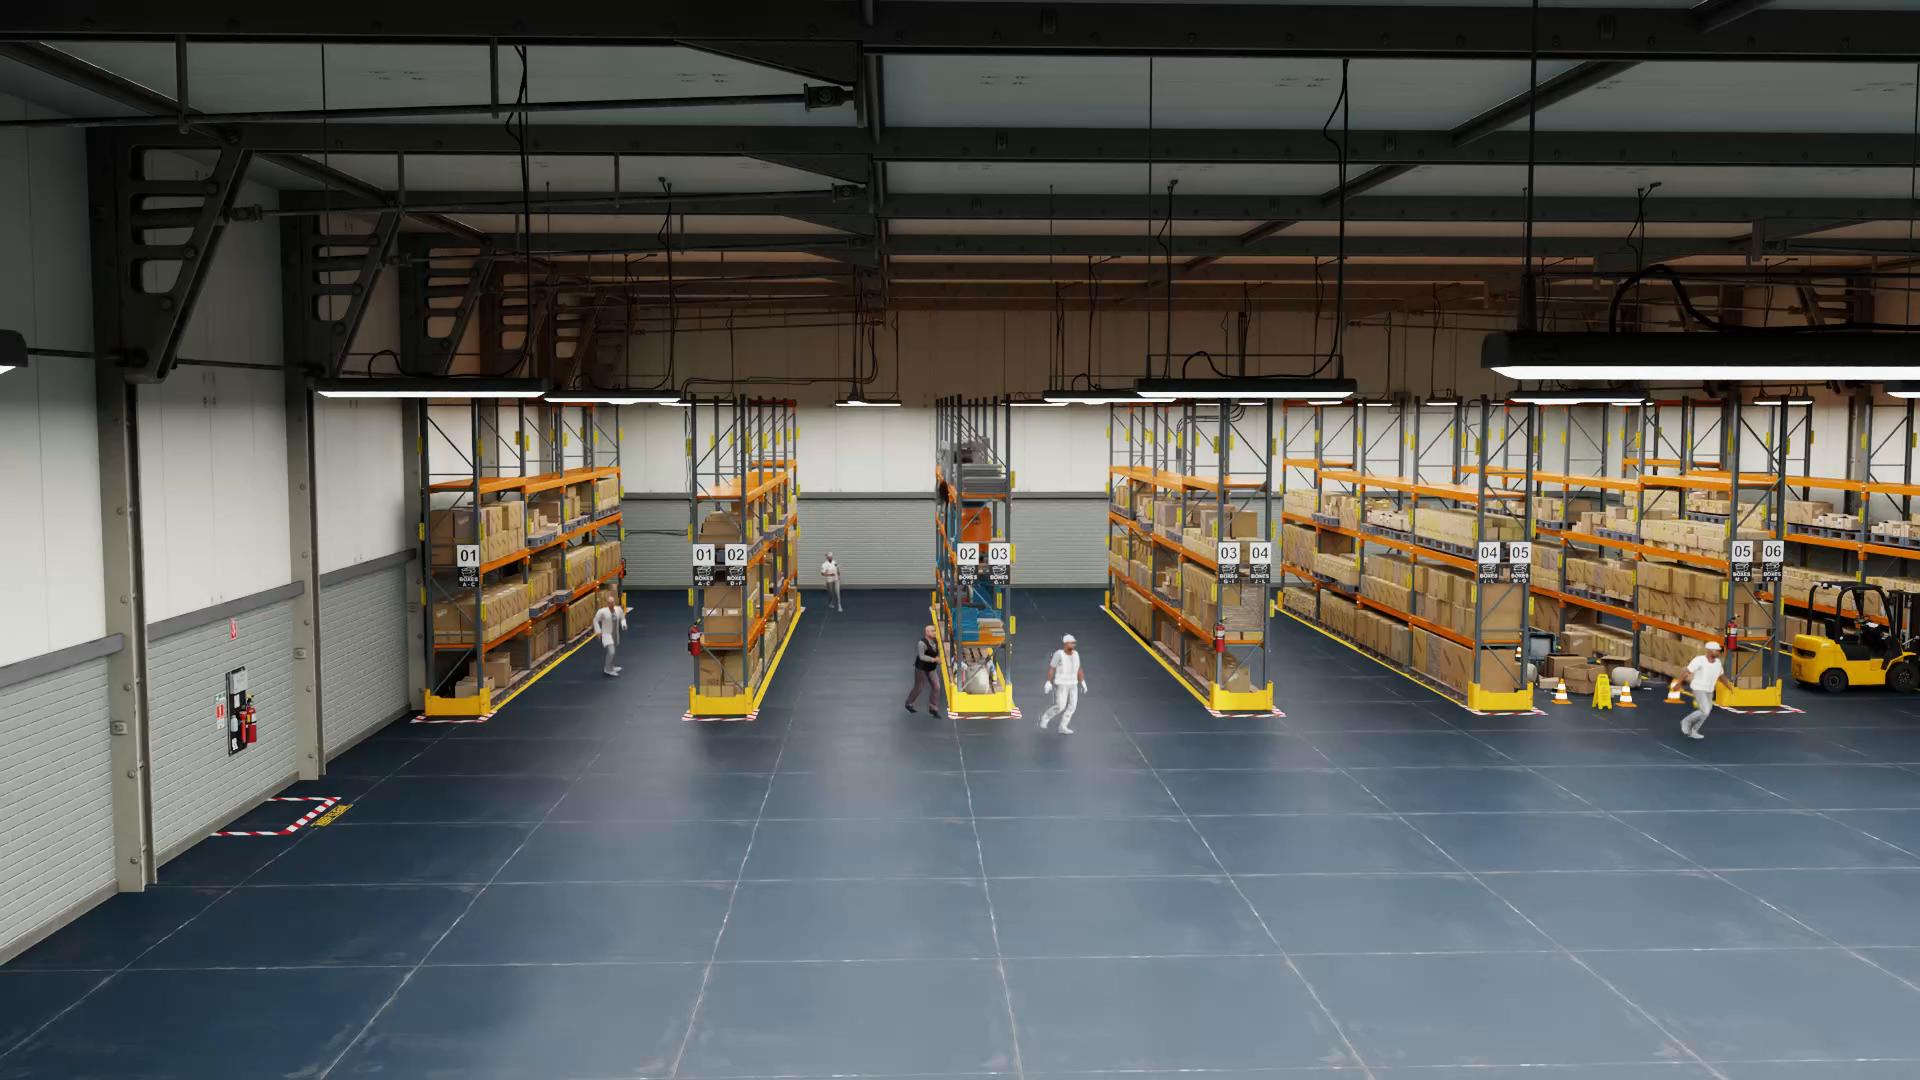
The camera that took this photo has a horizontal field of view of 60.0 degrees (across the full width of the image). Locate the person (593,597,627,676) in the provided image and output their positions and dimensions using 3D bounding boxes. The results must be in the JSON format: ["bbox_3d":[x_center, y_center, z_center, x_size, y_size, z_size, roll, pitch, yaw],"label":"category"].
[{"bbox_3d":[-7.506,2.078,35.876,0.899,1.746,0.717,3,6,37],"label":"person"}]

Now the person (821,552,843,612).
[{"bbox_3d":[-3.674,1.176,47.247,0.608,1.683,0.882,-2,5,-26],"label":"person"}]

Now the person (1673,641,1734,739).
[{"bbox_3d":[12.895,2.597,28.773,0.695,1.712,0.811,-2,5,-28],"label":"person"}]

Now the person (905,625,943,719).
[{"bbox_3d":[-0.616,2.450,30.845,1.026,1.763,0.605,4,6,43],"label":"person"}]

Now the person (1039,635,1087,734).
[{"bbox_3d":[1.799,2.539,29.324,0.776,1.746,0.575,-3,6,-35],"label":"person"}]
